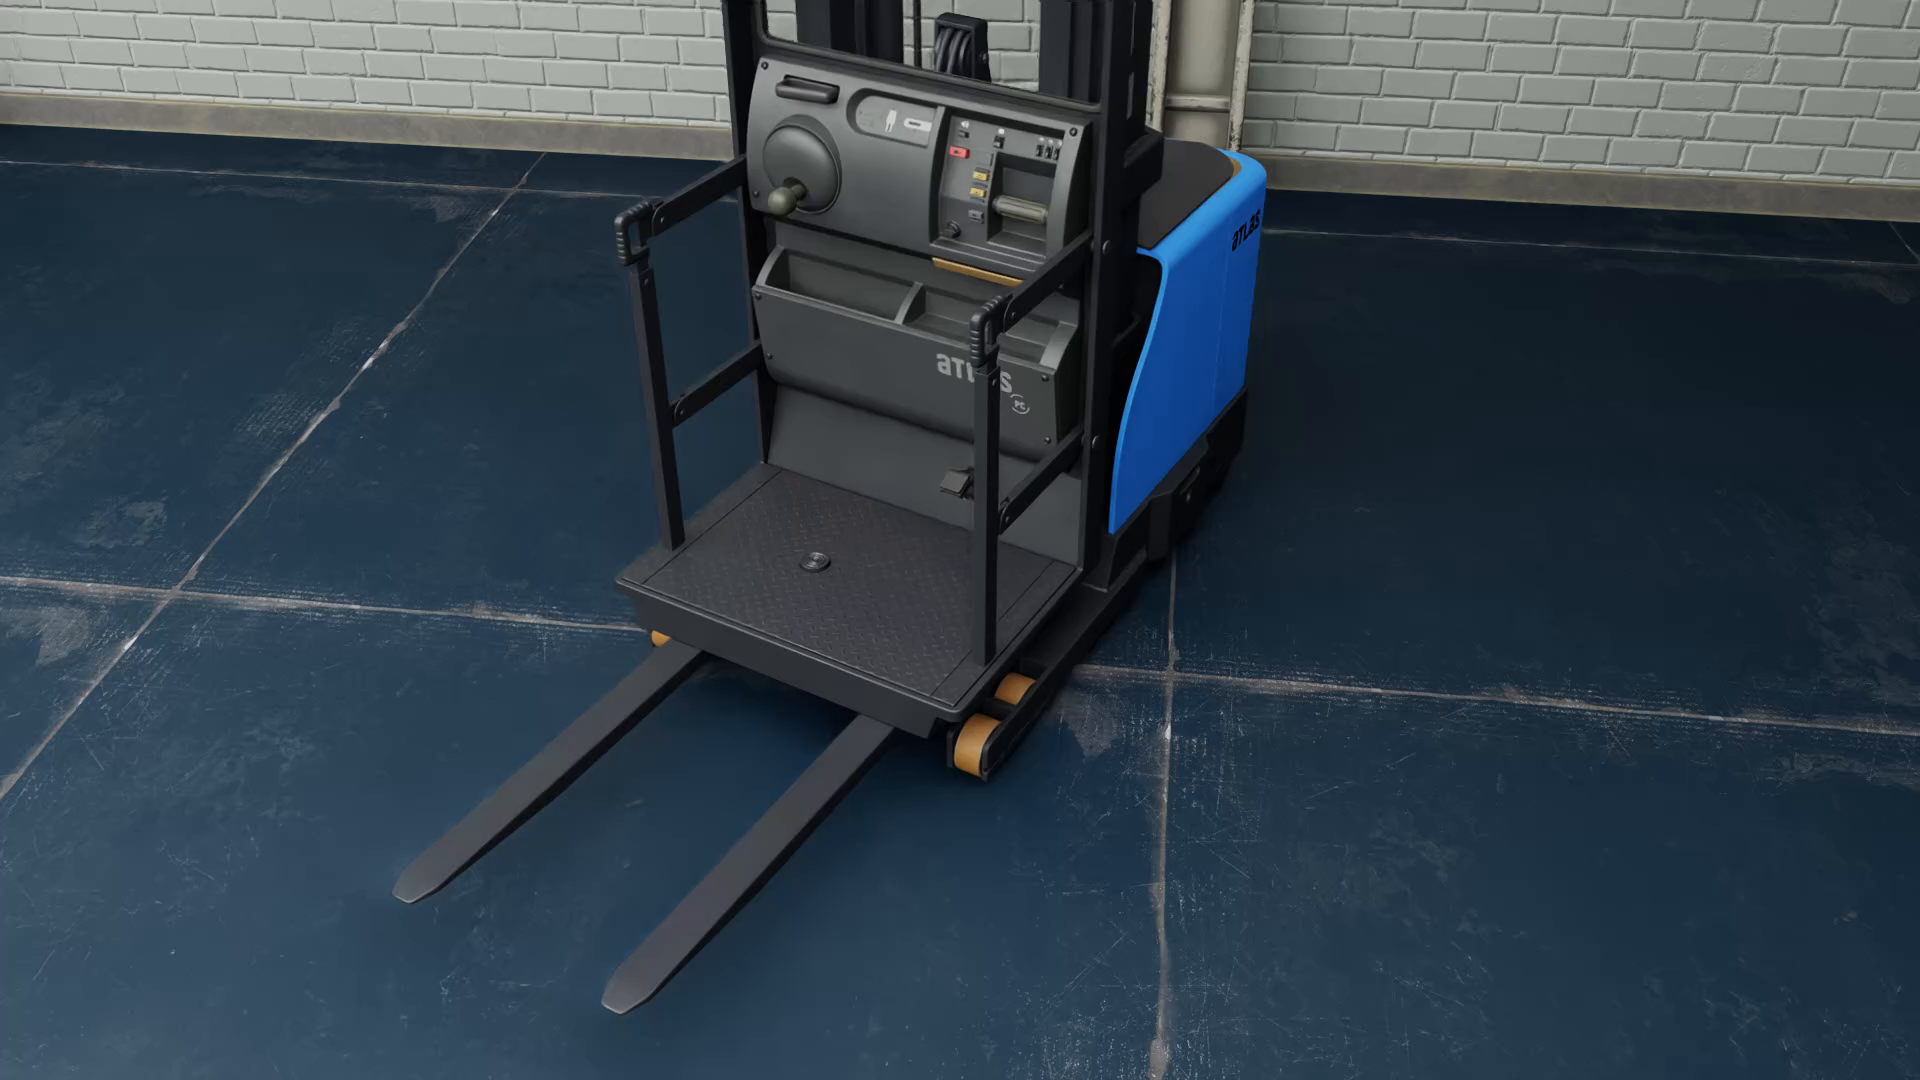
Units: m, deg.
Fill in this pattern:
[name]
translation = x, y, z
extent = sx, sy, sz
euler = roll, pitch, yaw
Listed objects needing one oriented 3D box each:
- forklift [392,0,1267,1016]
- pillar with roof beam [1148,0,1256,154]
[forklift]
translation = -0.233, -0.876, 3.954
extent = 1.130, 2.935, 3.031
euler = 19, 40, 24
[pillar with roof beam]
translation = 0.471, -2.714, 1.306
extent = 0.400, 9.000, 9.100
euler = 4, 36, 6
